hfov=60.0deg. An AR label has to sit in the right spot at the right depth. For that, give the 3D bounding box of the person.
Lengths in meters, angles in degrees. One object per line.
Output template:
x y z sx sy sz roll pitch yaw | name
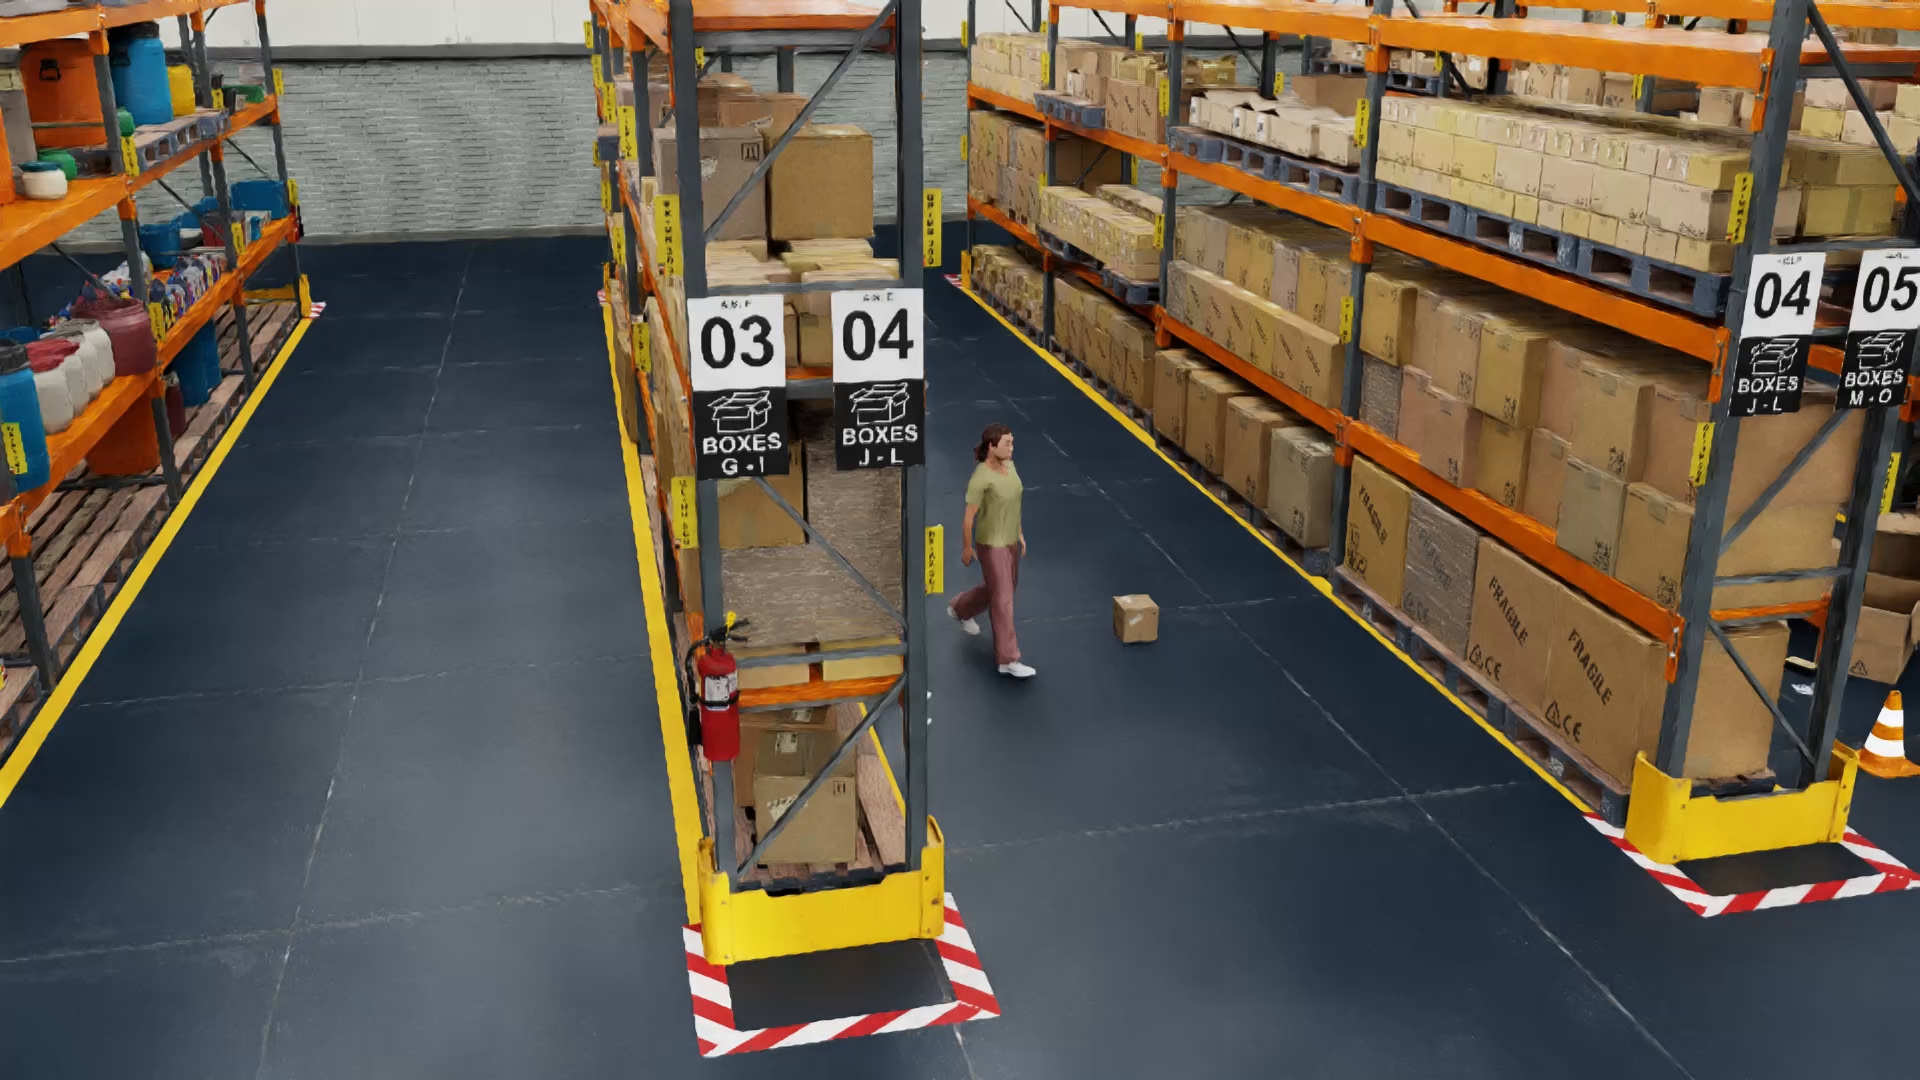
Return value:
0.212 0.136 11.080 0.895 1.386 0.528 11 22 28 | person
